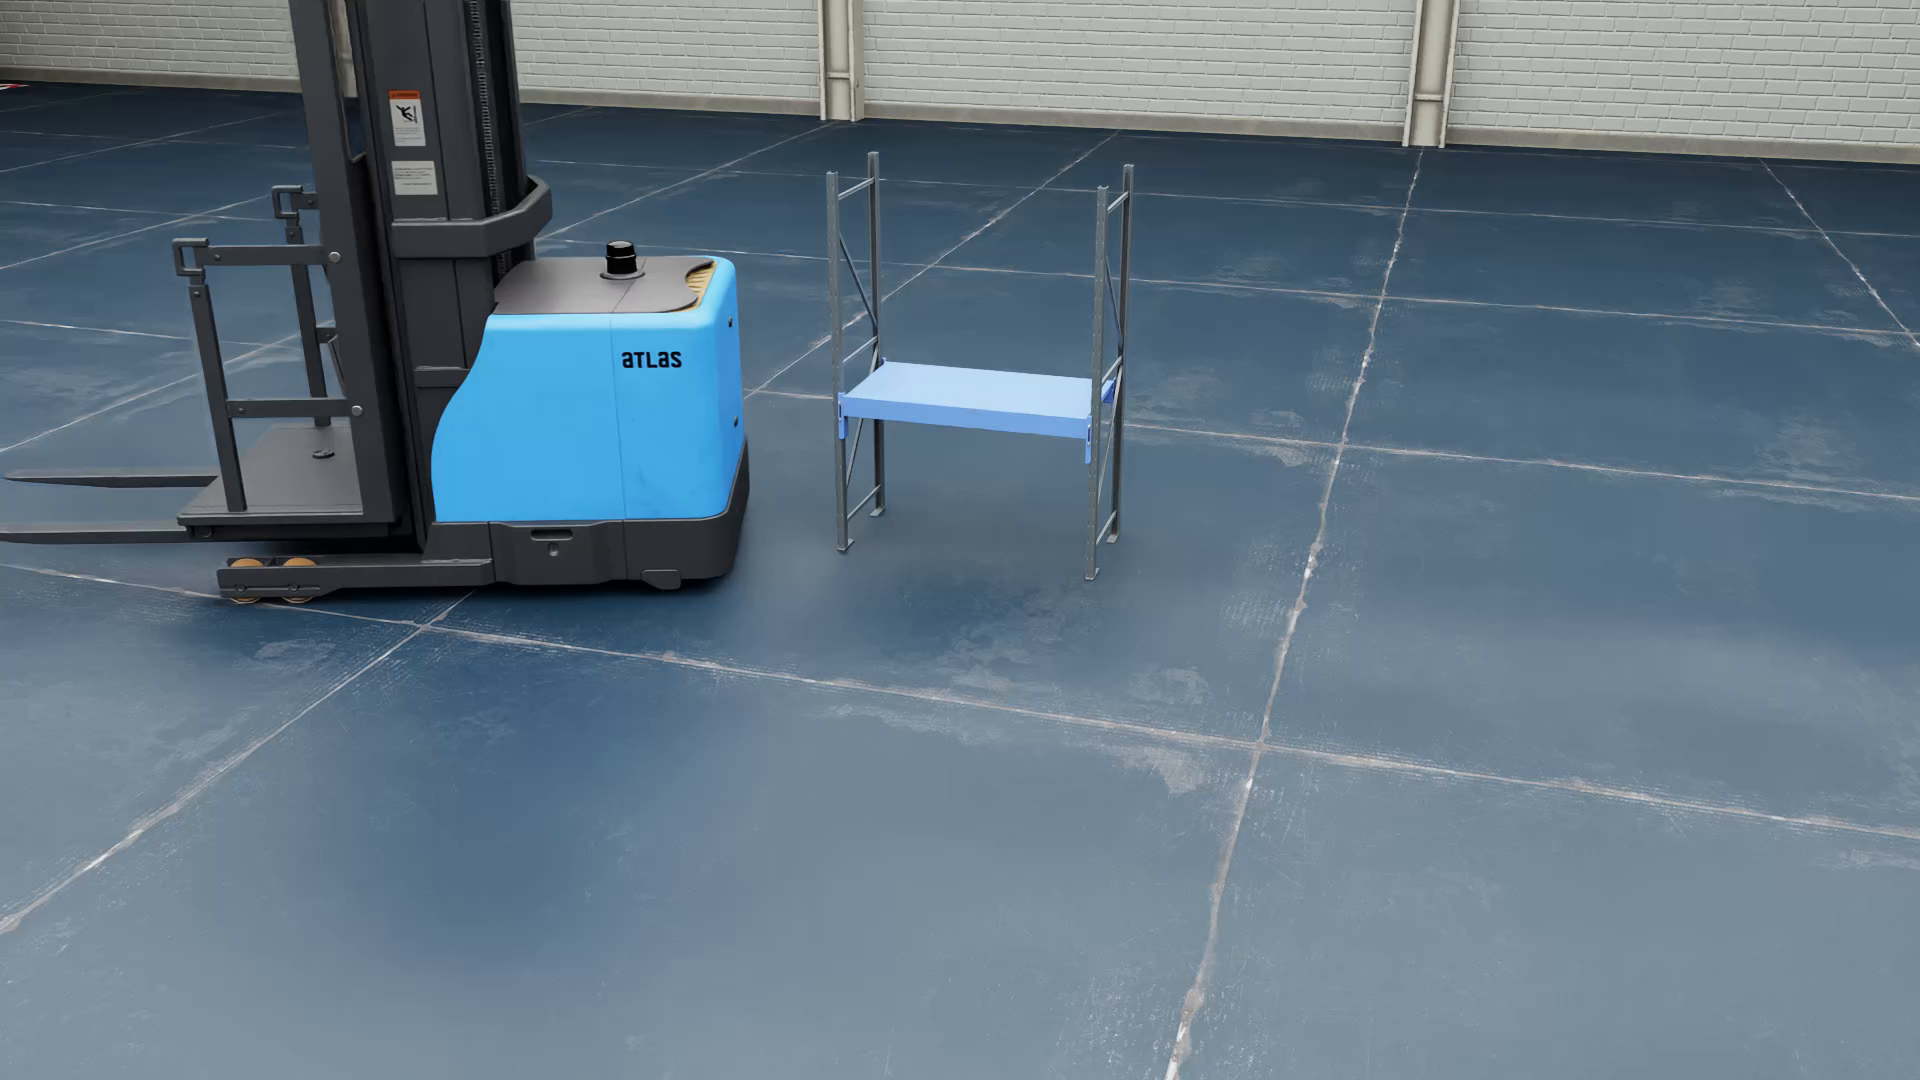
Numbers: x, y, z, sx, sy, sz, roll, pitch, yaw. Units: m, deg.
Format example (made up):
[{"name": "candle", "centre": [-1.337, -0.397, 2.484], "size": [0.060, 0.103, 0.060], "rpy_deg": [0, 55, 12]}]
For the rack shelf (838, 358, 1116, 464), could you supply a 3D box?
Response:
[{"name": "rack shelf", "centre": [0.082, -0.518, 6.531], "size": [1.000, 0.185, 0.538], "rpy_deg": [7, 23, 16]}]

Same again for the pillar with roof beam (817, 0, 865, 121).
[{"name": "pillar with roof beam", "centre": [-2.491, -7.091, 12.199], "size": [0.400, 9.000, 9.100], "rpy_deg": [7, 23, 16]}]

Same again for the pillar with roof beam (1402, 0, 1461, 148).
[{"name": "pillar with roof beam", "centre": [3.253, -6.433, 10.595], "size": [0.400, 9.000, 9.100], "rpy_deg": [7, 23, 16]}]

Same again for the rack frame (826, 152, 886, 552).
[{"name": "rack frame", "centre": [-0.405, -0.740, 6.598], "size": [0.032, 1.500, 0.500], "rpy_deg": [7, 23, 16]}]

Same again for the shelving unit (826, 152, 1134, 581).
[{"name": "shelving unit", "centre": [0.082, -0.685, 6.463], "size": [1.048, 1.500, 0.538], "rpy_deg": [7, 23, 16]}]

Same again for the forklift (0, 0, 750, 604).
[{"name": "forklift", "centre": [-2.396, -1.322, 6.131], "size": [3.031, 2.935, 1.130], "rpy_deg": [-1, 22, -2]}]

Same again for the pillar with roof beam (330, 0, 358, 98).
[{"name": "pillar with roof beam", "centre": [-8.235, -7.748, 13.802], "size": [0.400, 9.000, 9.100], "rpy_deg": [7, 23, 16]}]

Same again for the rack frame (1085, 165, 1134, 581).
[{"name": "rack frame", "centre": [0.568, -0.629, 6.327], "size": [0.032, 1.500, 0.500], "rpy_deg": [7, 23, 16]}]
